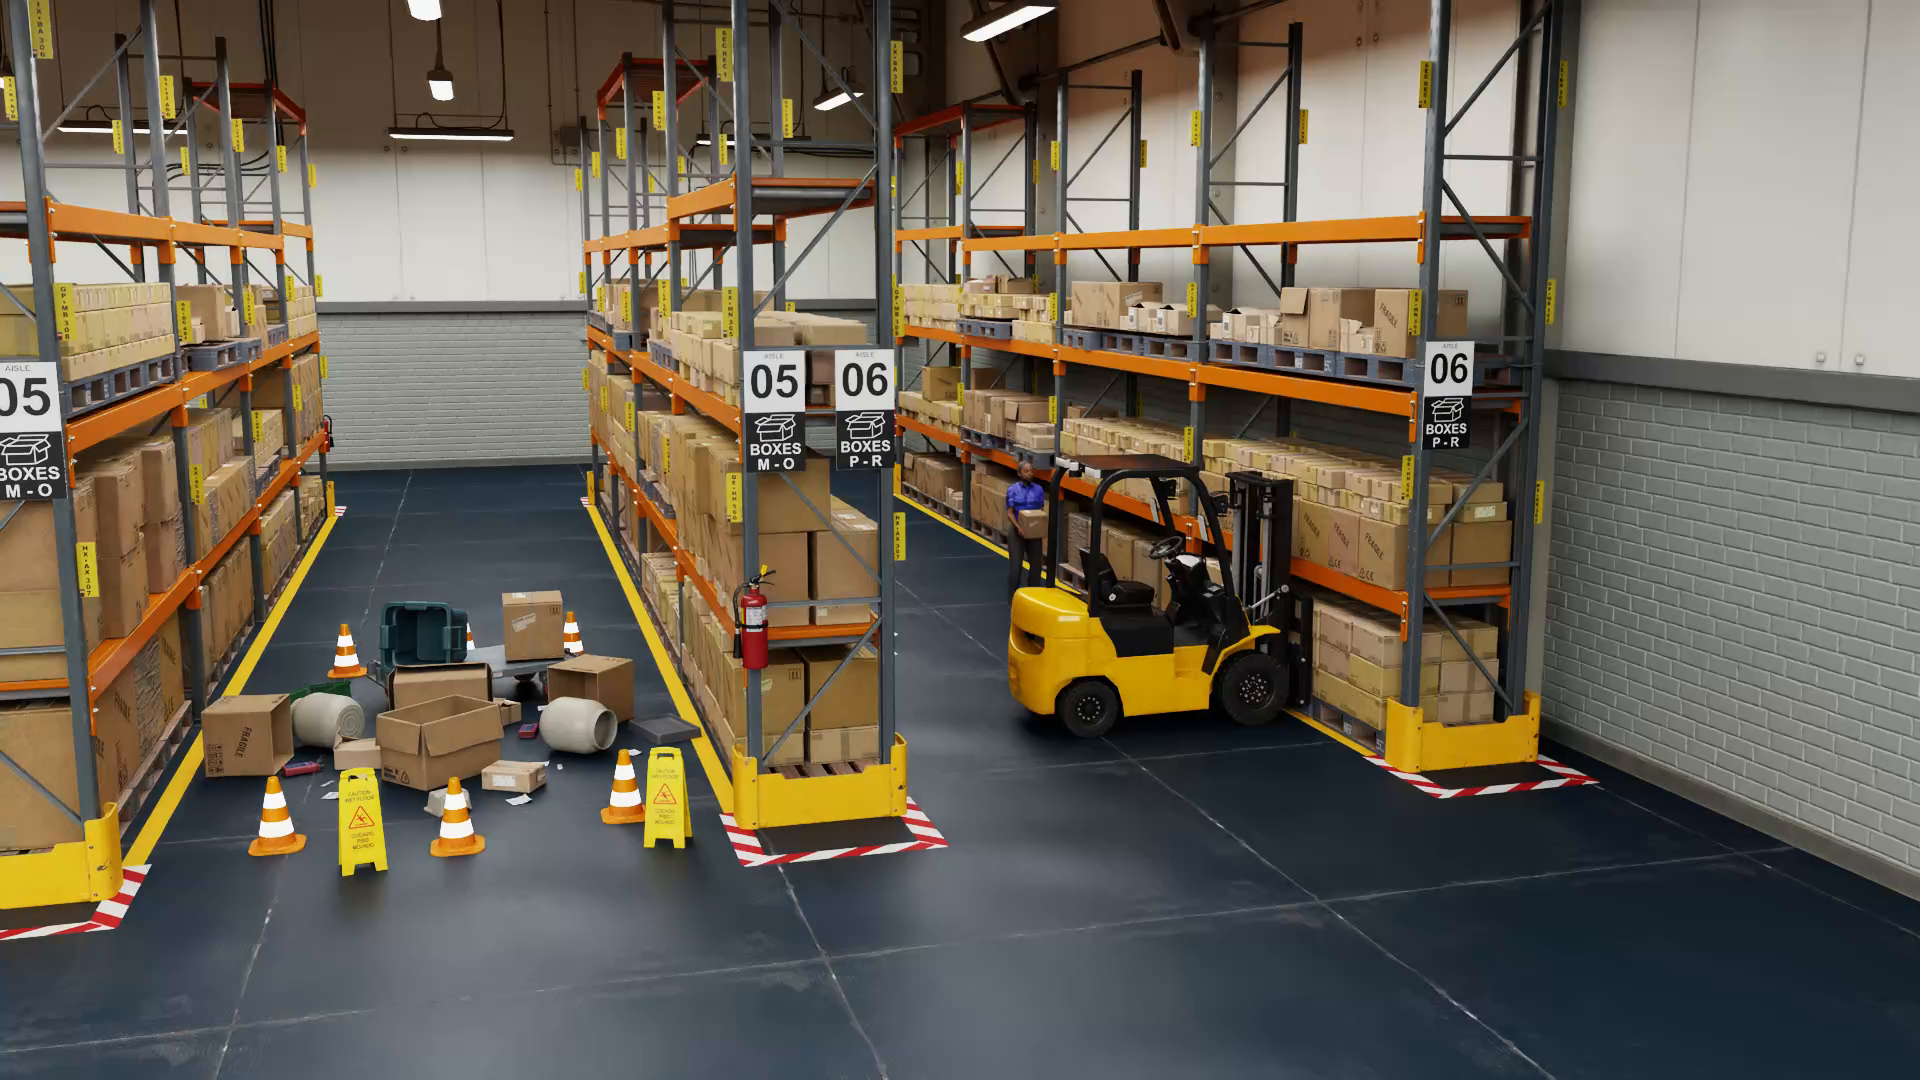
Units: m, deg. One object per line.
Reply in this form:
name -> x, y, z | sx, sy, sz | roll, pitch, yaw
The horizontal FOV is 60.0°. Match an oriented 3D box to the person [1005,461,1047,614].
person -> 0.712, -0.042, 18.155 | 0.529, 1.653, 0.351 | -4, 10, -21
